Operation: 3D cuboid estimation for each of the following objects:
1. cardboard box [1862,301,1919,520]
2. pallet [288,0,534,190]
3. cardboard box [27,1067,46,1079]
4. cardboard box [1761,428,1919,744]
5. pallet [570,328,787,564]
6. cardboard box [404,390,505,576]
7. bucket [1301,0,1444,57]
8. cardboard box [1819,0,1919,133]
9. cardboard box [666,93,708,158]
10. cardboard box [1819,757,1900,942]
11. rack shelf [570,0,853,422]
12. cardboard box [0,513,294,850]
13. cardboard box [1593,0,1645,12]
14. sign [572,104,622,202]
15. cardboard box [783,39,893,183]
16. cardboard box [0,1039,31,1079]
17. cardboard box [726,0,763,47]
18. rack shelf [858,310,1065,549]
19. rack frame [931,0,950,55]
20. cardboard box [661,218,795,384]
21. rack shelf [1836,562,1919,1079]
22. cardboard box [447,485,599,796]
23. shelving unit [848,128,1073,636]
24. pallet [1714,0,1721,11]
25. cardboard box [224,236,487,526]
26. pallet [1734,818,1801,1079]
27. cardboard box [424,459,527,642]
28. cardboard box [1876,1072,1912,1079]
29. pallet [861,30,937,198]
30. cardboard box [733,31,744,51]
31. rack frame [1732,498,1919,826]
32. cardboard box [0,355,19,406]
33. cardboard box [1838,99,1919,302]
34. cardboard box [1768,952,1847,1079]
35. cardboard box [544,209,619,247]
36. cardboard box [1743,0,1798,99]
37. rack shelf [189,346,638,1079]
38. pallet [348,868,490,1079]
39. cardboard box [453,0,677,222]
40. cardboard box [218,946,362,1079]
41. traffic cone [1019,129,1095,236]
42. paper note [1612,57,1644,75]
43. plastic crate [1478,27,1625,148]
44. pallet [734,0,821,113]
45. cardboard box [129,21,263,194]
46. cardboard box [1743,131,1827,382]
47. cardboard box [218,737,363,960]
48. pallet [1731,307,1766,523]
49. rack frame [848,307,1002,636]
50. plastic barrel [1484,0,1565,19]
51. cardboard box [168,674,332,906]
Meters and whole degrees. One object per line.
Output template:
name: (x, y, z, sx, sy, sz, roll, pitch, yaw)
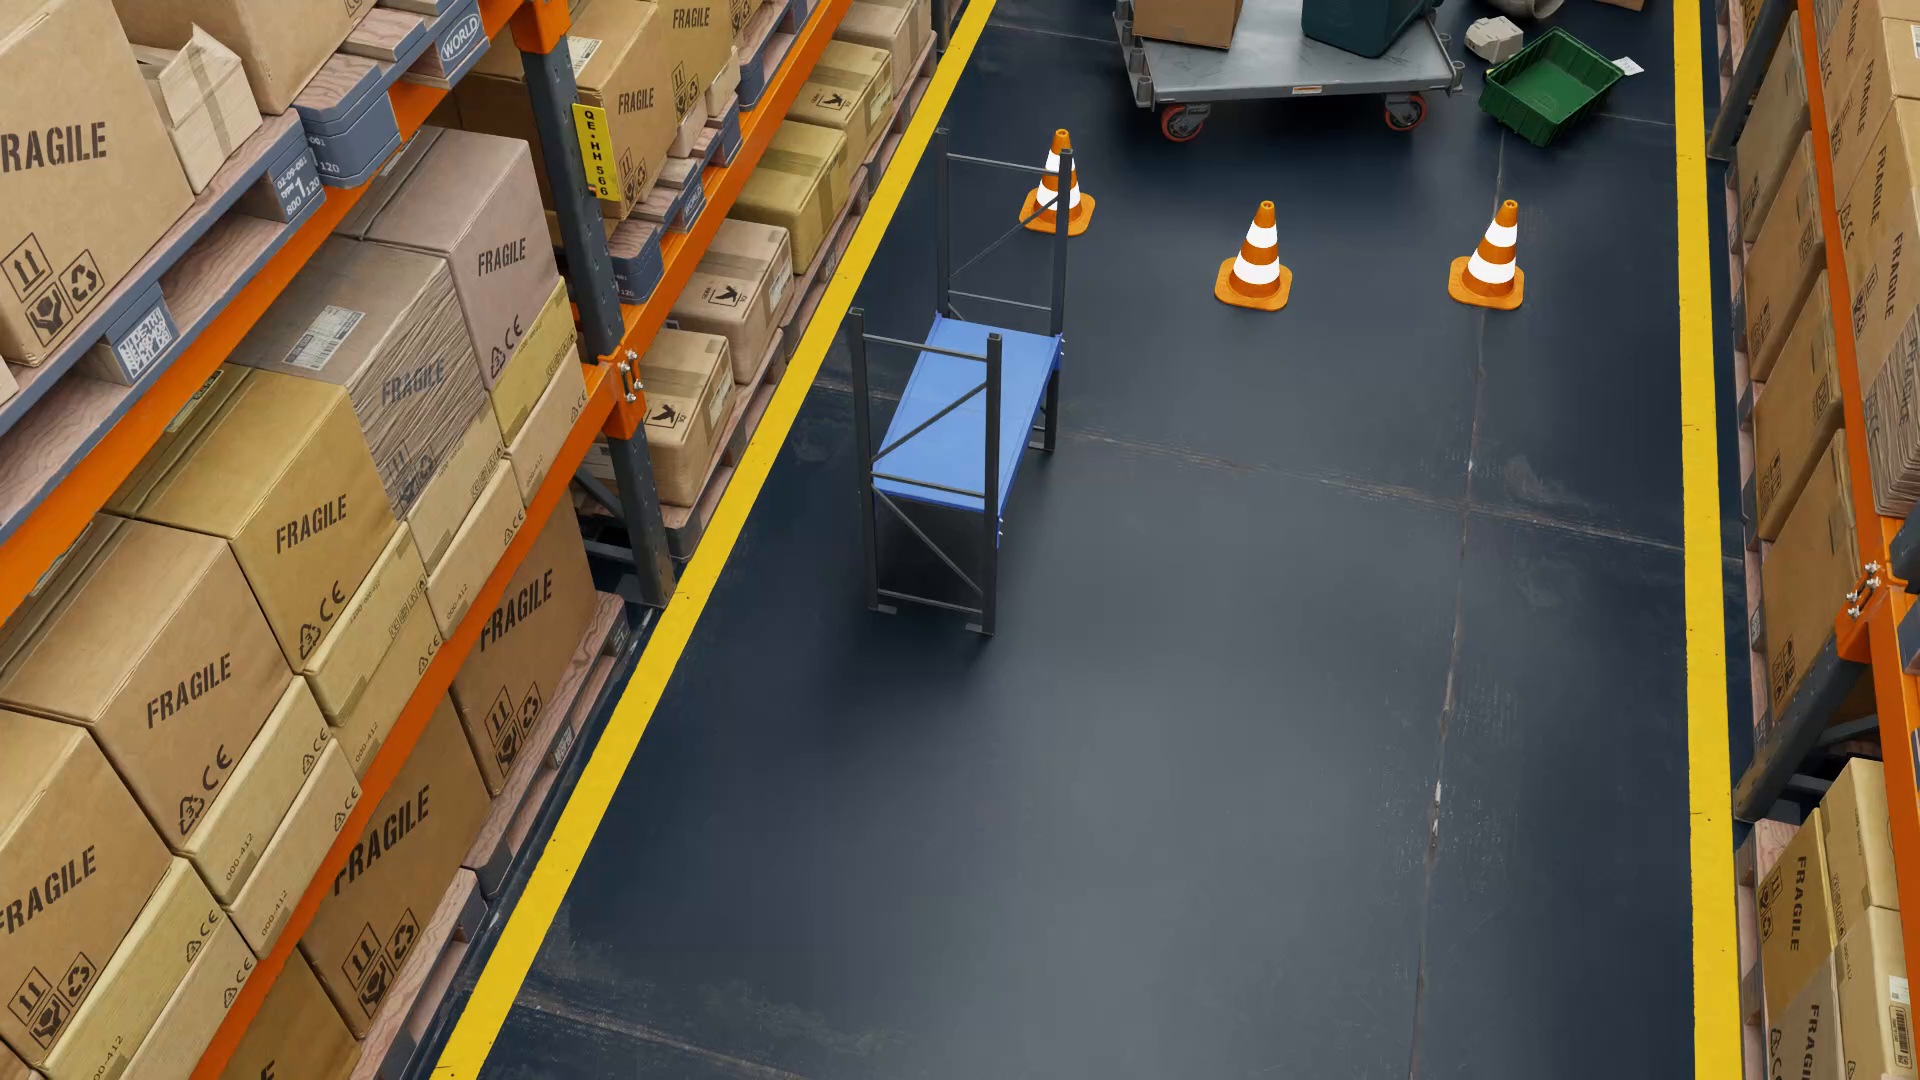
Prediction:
cardboard box: (3.056, -0.370, 4.928, 0.500, 0.500, 0.500, 12, 50, 10)
pallet: (-1.724, -1.316, 3.955, 1.213, 0.211, 1.003, 14, 50, 12)
cardboard box: (-2.160, 1.270, 3.314, 0.500, 0.250, 0.500, 12, 50, 11)
cardboard box: (3.444, 0.224, 5.691, 1.050, 0.750, 0.750, 11, 49, 10)
pallet: (-1.398, -0.504, 6.973, 1.003, 0.211, 1.213, 12, 50, 10)
cardboard box: (-1.619, -0.206, 4.617, 0.500, 0.250, 0.500, 10, 49, 9)
bucket: (2.061, -2.825, 8.331, 0.726, 0.611, 0.620, 28, 64, 22)
cardboard box: (3.585, -1.831, 6.218, 0.500, 0.500, 0.500, 11, 50, 10)
cardboard box: (-1.117, -1.503, 5.882, 0.380, 0.149, 0.250, 9, 49, 8)
cardboard box: (2.782, 0.933, 4.732, 0.500, 0.250, 0.500, 10, 49, 8)
rack shelf: (-1.079, -2.071, 6.976, 1.077, 0.370, 4.000, 12, 50, 10)
cardboard box: (-1.893, 0.295, 3.675, 0.500, 0.500, 0.500, 11, 49, 9)
cardboard box: (3.668, -3.351, 9.291, 0.500, 0.500, 0.500, 19, 51, 16)
sign: (-1.069, -1.138, 4.900, 0.100, 0.325, 0.005, 12, 50, 10)
cardboard box: (-0.874, -2.124, 8.016, 0.950, 0.372, 0.625, 14, 50, 12)
cardboard box: (-2.158, 1.032, 3.024, 0.500, 0.500, 0.500, 11, 50, 10)
cardboard box: (-1.000, -2.176, 6.044, 0.500, 0.500, 0.500, 12, 50, 11)
rack shelf: (0.022, -0.439, 6.296, 0.538, 0.185, 1.000, 12, 50, 10)
rack frame: (-0.552, -3.755, 7.983, 1.000, 3.000, 0.127, 12, 50, 10)
cardboard box: (-1.260, -1.074, 7.088, 0.950, 0.372, 0.625, 11, 49, 9)
rack shelf: (2.670, 1.726, 3.624, 1.077, 0.370, 4.000, 12, 50, 10)
cardboard box: (-1.867, 0.185, 5.642, 0.875, 0.875, 0.875, 11, 50, 10)
shelving unit: (0.022, -0.558, 6.161, 0.538, 1.500, 1.048, 12, 50, 10)
pallet: (4.844, -3.349, 9.484, 1.003, 0.211, 1.213, 12, 50, 10)
cardboard box: (-1.616, -0.428, 4.312, 0.500, 0.500, 0.500, 12, 50, 11)
pallet: (2.990, 1.529, 5.178, 1.003, 0.211, 1.213, 12, 50, 10)
cardboard box: (-1.607, -0.023, 4.788, 0.500, 0.250, 0.500, 12, 50, 11)
cardboard box: (2.506, 1.655, 4.095, 0.500, 0.250, 0.500, 12, 50, 10)
pallet: (-0.756, -2.269, 8.531, 1.003, 0.211, 1.213, 12, 50, 10)
cardboard box: (-1.037, -1.888, 6.222, 0.380, 0.149, 0.250, 14, 50, 12)
rack frame: (3.197, 0.042, 4.632, 1.000, 3.000, 0.127, 12, 50, 10)
cardboard box: (-1.839, -0.308, 2.749, 0.396, 0.266, 0.258, 15, 50, 13)
cardboard box: (3.321, -1.092, 5.566, 0.500, 0.500, 0.500, 11, 49, 9)
cardboard box: (2.636, 1.555, 4.683, 0.500, 0.500, 0.500, 12, 50, 10)
cardboard box: (-1.340, -1.116, 5.541, 0.380, 0.149, 0.250, 9, 49, 8)
cardboard box: (4.483, -2.729, 8.214, 0.875, 0.875, 0.875, 12, 50, 11)
rack shelf: (-2.132, 0.822, 4.422, 1.077, 0.370, 4.000, 12, 50, 10)
pallet: (-2.209, 1.496, 5.208, 1.003, 0.211, 1.213, 12, 50, 10)
cardboard box: (-1.264, -1.412, 5.370, 0.500, 0.500, 0.500, 10, 49, 9)
cardboard box: (-2.342, 1.476, 4.503, 0.875, 0.875, 0.875, 13, 50, 11)
traffic cone: (0.472, -1.743, 7.898, 0.336, 0.463, 0.334, 12, 50, 10)
paper note: (3.553, -2.534, 8.885, 0.147, 0.020, 0.142, -19, 51, -16)
plastic crate: (3.031, -2.325, 8.557, 0.662, 0.188, 0.450, -37, 68, -28)
pallet: (-1.124, -2.239, 6.772, 1.003, 0.211, 1.213, 12, 50, 10)
cardboard box: (-1.630, -0.884, 3.257, 0.396, 0.266, 0.258, 10, 49, 9)
cardboard box: (3.915, -1.083, 6.844, 1.050, 0.750, 0.750, 12, 50, 10)
cardboard box: (-1.862, 0.713, 4.139, 0.500, 0.250, 0.500, 11, 49, 9)
pallet: (3.800, -0.471, 6.944, 1.003, 0.211, 1.213, 12, 50, 10)
rack frame: (-0.111, -0.190, 5.836, 0.500, 1.500, 0.032, 12, 50, 10)
plastic barrel: (3.068, -3.123, 9.142, 0.421, 0.421, 0.512, -27, 54, -22)
cardboard box: (-1.870, 0.544, 3.955, 0.500, 0.250, 0.500, 10, 49, 9)
